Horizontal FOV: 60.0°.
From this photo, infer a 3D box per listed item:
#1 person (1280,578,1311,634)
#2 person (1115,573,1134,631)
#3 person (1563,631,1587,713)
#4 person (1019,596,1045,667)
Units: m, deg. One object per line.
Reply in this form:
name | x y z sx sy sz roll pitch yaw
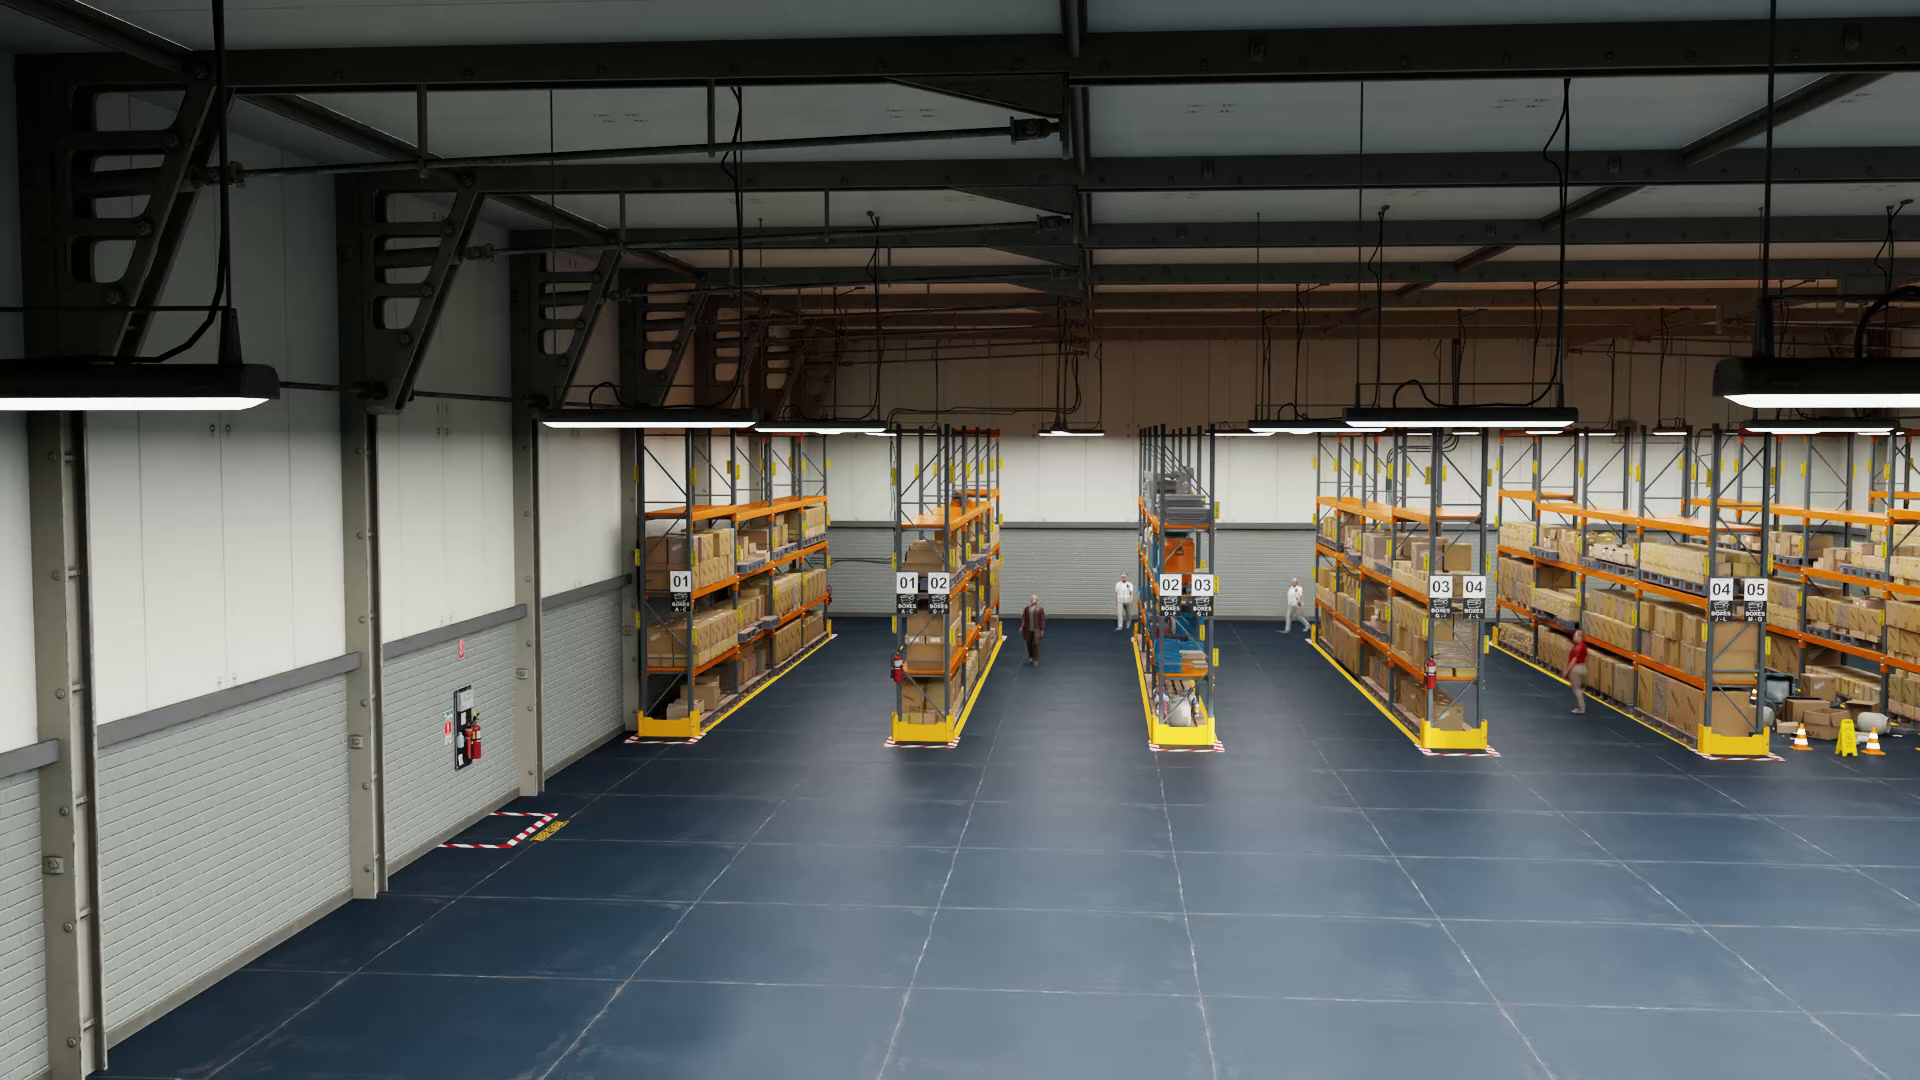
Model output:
person | 9.850 1.926 48.861 0.902 1.630 0.501 -2 4 -32
person | 4.897 1.830 49.560 0.547 1.716 0.996 0 3 7
person | 12.835 2.788 34.622 0.588 1.808 0.543 -2 4 -32
person | 1.829 2.283 42.050 0.646 1.730 1.018 0 4 7
